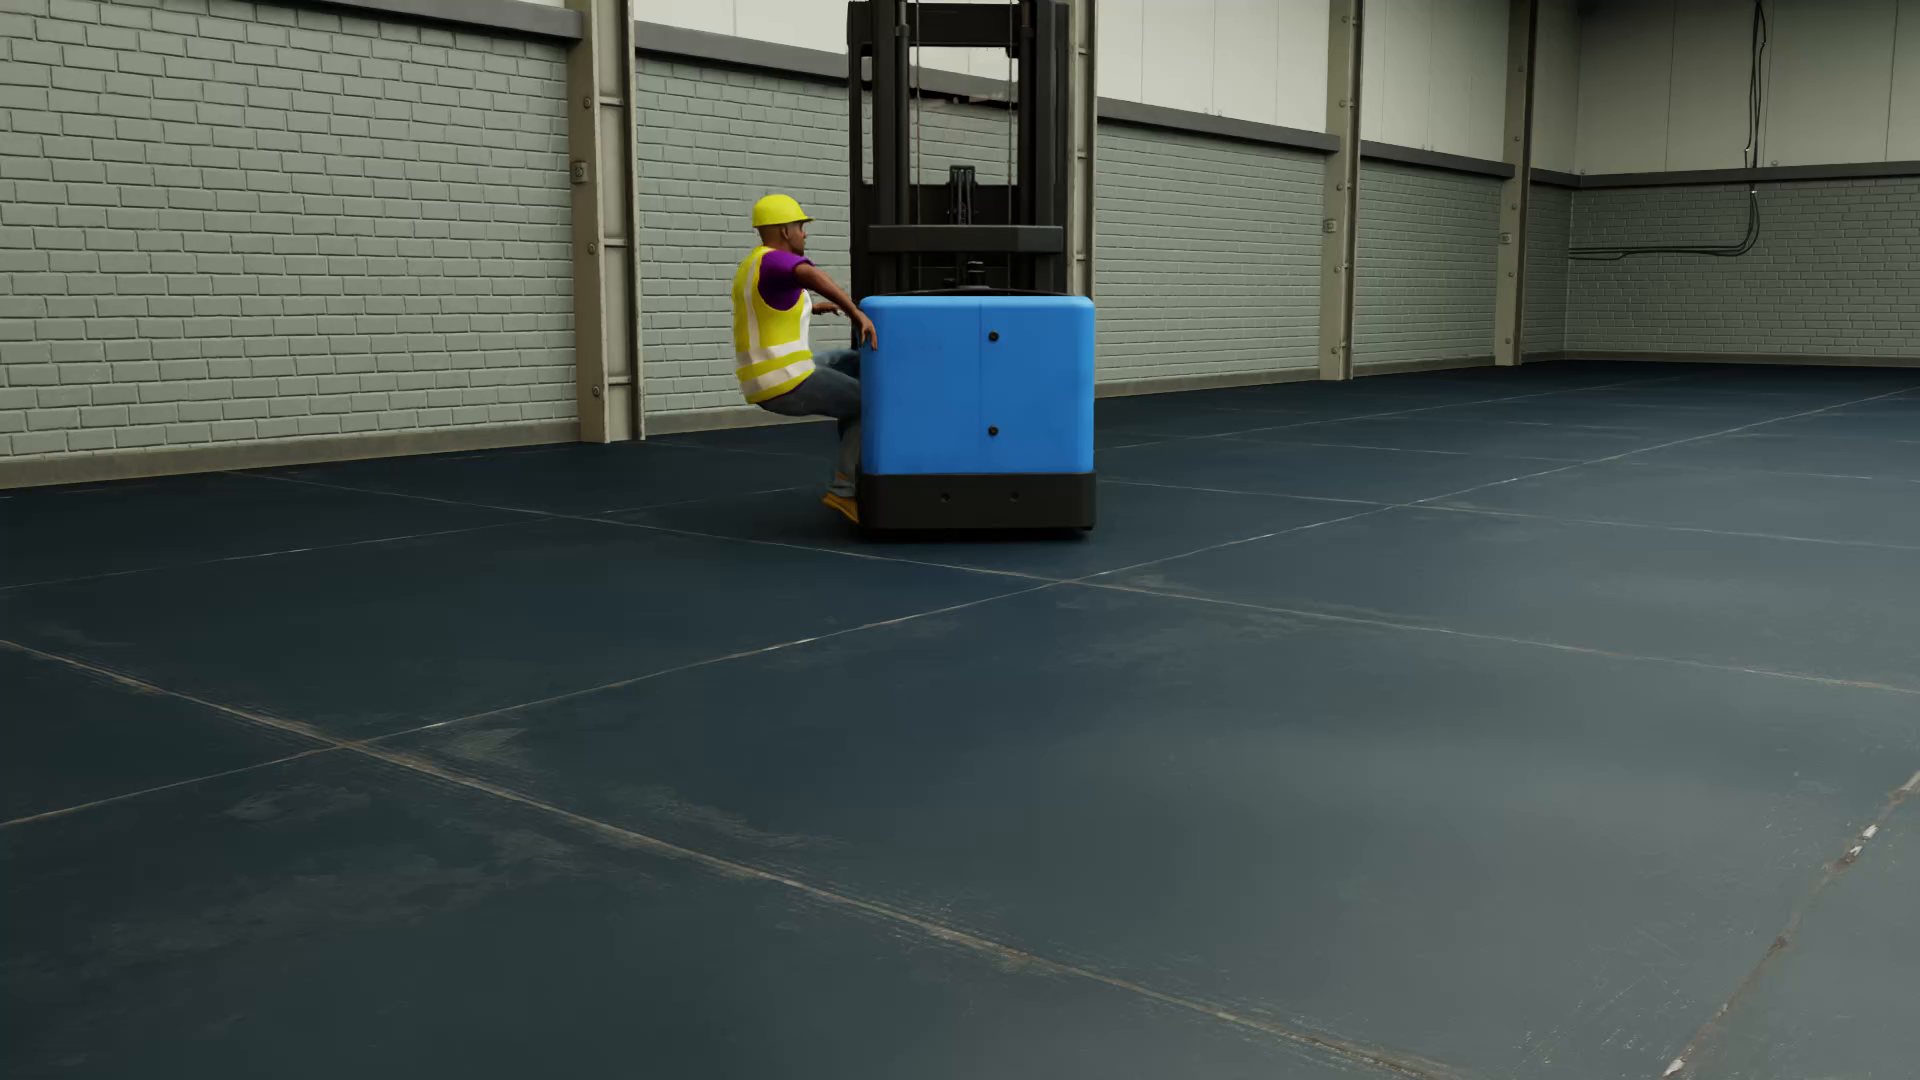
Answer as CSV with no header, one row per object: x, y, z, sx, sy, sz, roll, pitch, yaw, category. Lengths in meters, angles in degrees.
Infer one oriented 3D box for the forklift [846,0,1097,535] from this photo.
-0.026,-1.648,8.546,1.130,2.935,3.031,-1,8,-4,forklift

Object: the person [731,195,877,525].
-0.587,-0.807,7.557,0.863,1.491,1.108,-5,10,-30,person
